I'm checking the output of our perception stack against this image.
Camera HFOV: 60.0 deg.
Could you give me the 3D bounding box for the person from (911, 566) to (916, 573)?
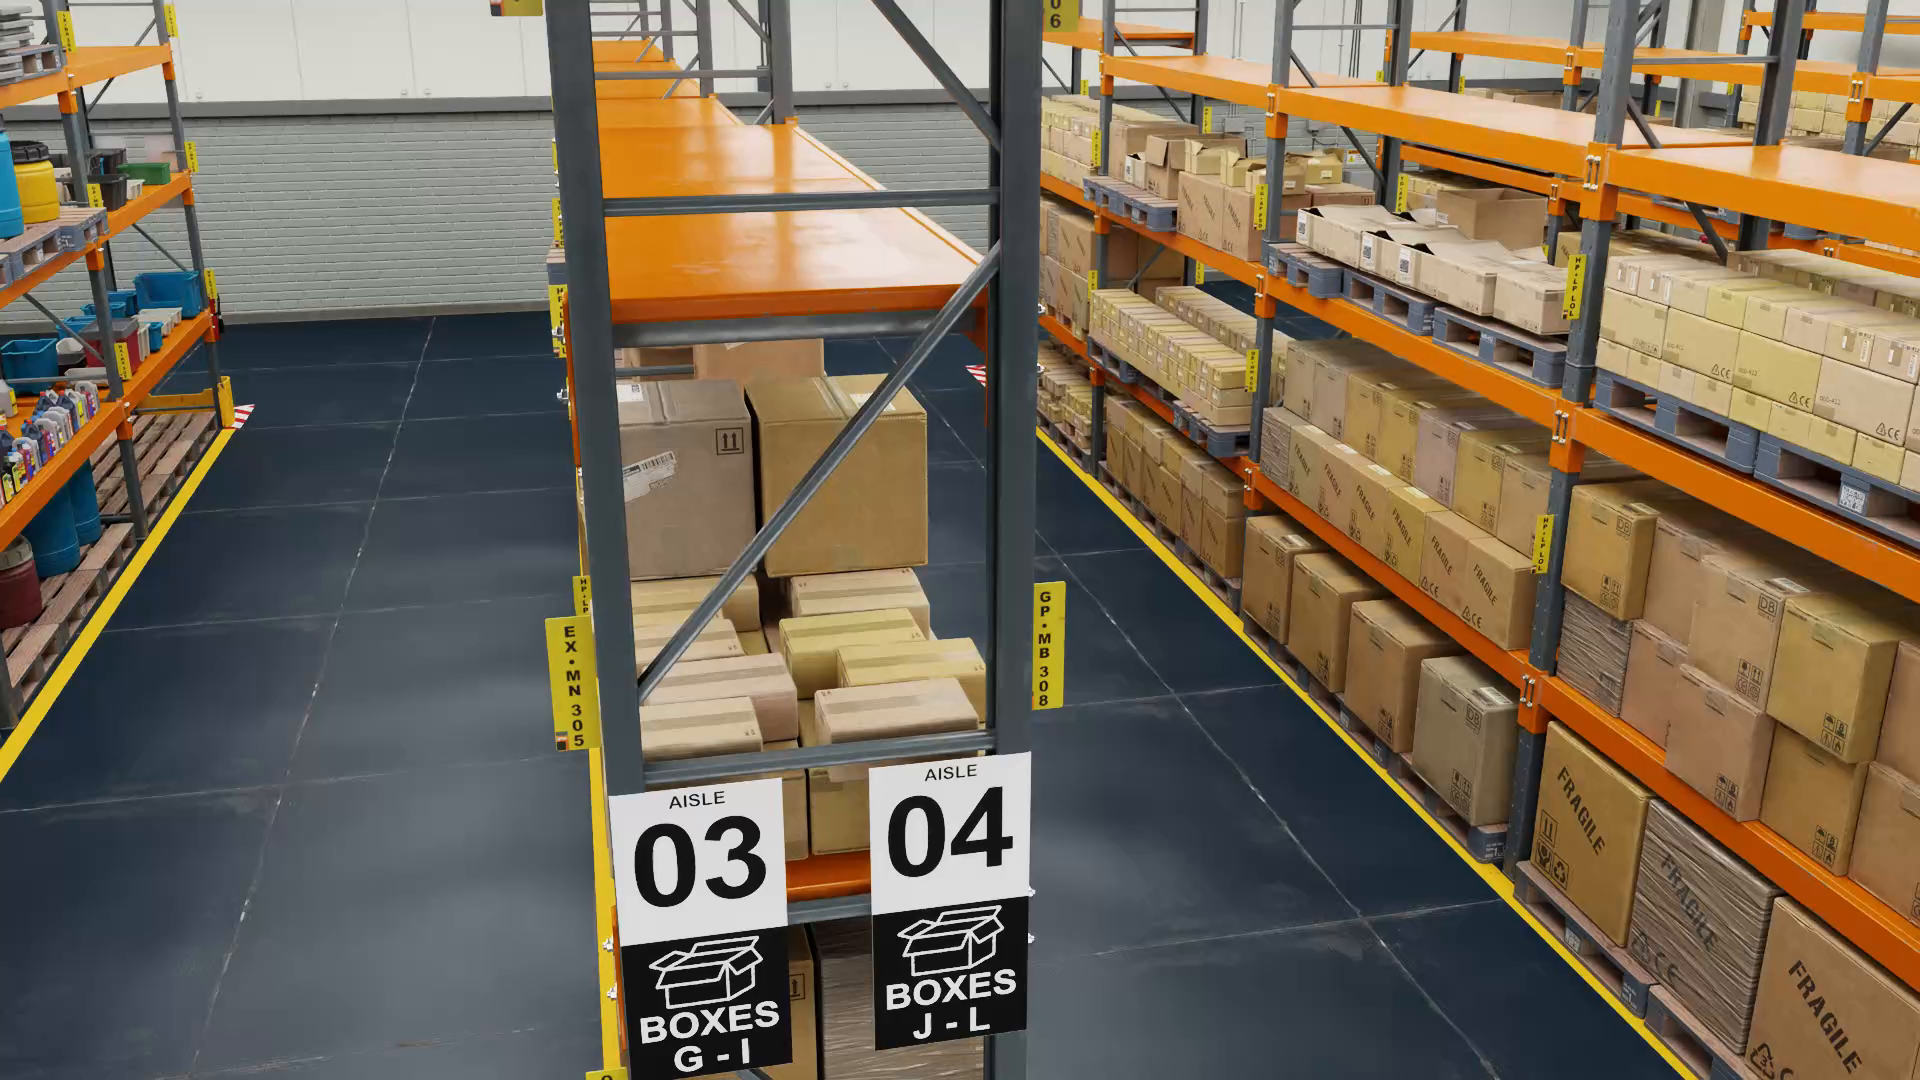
[{"bbox_3d":[-0.632,0.124,12.710,0.584,1.321,0.808,-5,20,-13],"label":"person"}]
